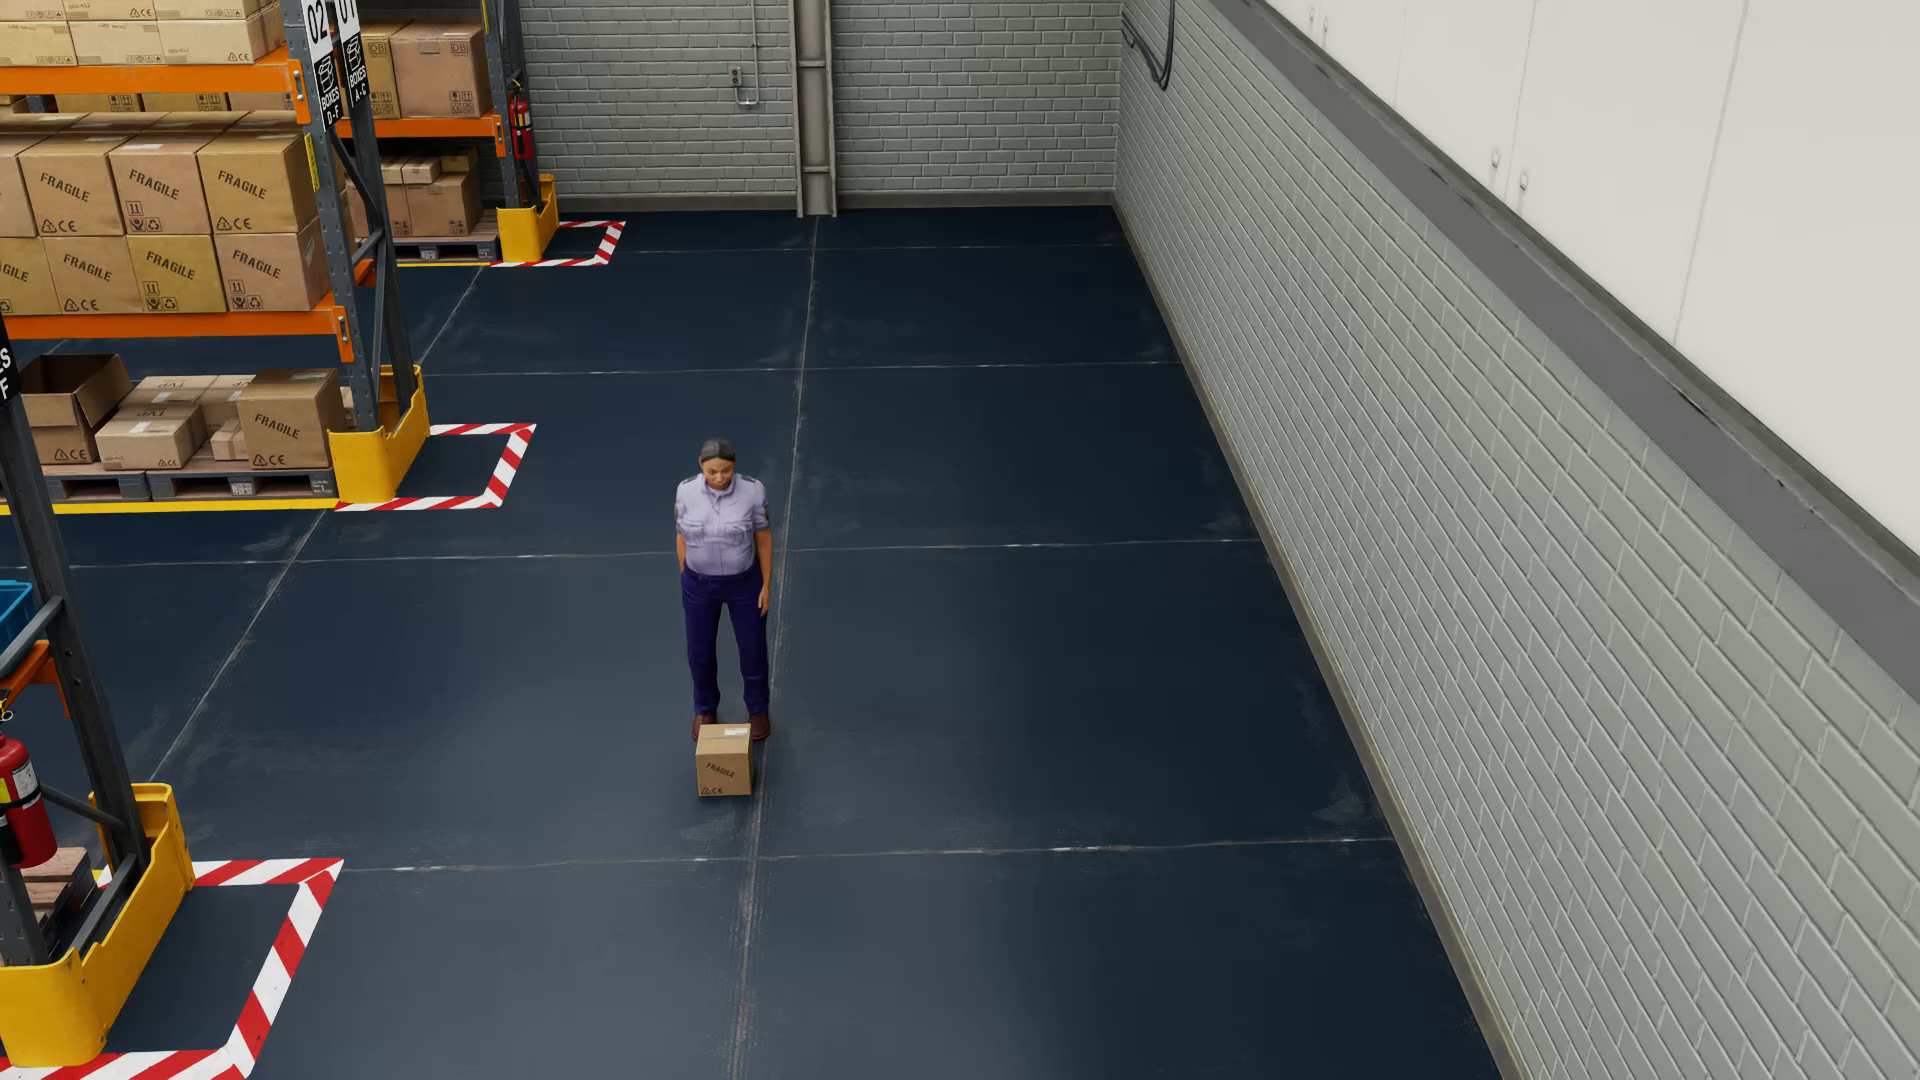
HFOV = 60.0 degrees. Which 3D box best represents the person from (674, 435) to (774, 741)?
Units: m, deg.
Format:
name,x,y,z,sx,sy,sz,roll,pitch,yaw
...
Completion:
name,x,y,z,sx,sy,sz,roll,pitch,yaw
person,-1.146,0.236,8.204,0.473,1.643,0.340,-1,28,-2
